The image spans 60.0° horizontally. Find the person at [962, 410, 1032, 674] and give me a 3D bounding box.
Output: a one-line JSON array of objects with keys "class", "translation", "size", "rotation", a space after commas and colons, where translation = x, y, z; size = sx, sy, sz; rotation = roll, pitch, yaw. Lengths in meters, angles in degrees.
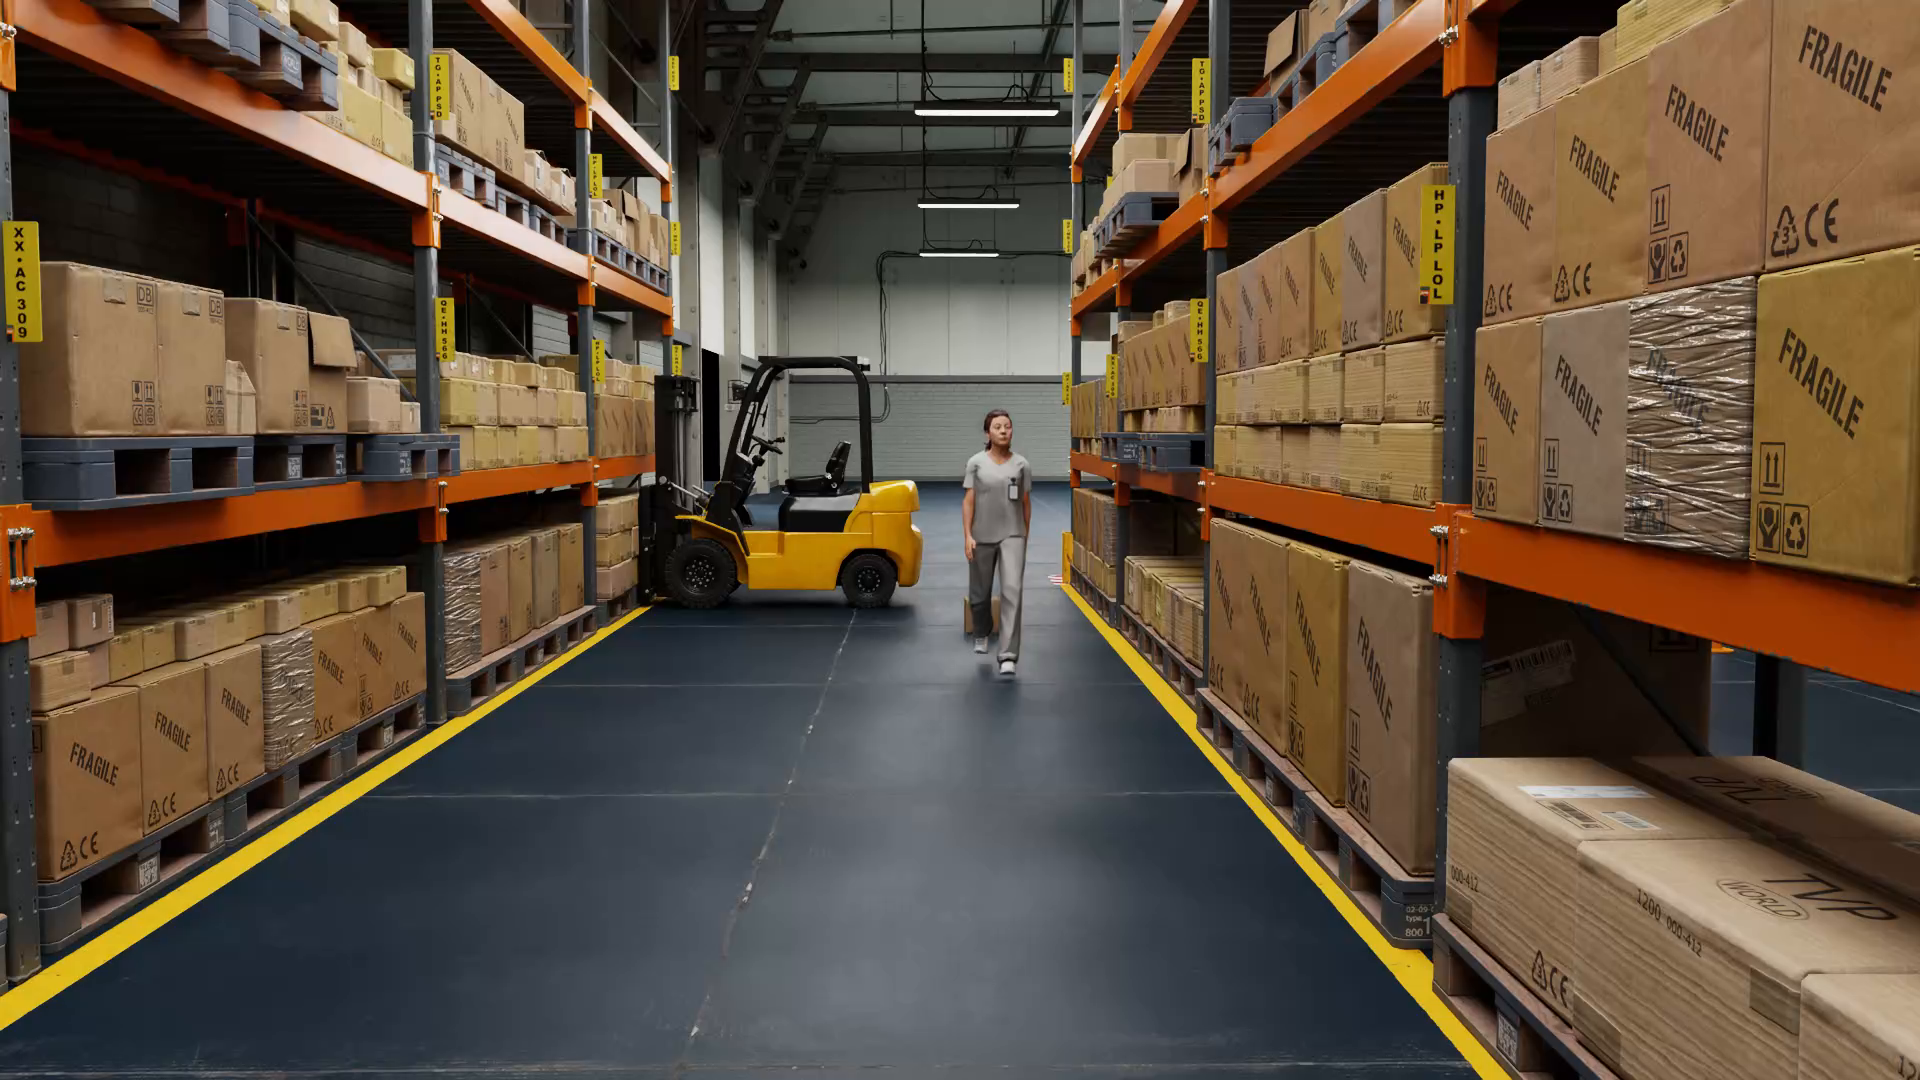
[{"class": "person", "translation": [0.235, -0.005, 10.459], "size": [0.440, 1.626, 0.969], "rotation": [0, 4, 0]}]
